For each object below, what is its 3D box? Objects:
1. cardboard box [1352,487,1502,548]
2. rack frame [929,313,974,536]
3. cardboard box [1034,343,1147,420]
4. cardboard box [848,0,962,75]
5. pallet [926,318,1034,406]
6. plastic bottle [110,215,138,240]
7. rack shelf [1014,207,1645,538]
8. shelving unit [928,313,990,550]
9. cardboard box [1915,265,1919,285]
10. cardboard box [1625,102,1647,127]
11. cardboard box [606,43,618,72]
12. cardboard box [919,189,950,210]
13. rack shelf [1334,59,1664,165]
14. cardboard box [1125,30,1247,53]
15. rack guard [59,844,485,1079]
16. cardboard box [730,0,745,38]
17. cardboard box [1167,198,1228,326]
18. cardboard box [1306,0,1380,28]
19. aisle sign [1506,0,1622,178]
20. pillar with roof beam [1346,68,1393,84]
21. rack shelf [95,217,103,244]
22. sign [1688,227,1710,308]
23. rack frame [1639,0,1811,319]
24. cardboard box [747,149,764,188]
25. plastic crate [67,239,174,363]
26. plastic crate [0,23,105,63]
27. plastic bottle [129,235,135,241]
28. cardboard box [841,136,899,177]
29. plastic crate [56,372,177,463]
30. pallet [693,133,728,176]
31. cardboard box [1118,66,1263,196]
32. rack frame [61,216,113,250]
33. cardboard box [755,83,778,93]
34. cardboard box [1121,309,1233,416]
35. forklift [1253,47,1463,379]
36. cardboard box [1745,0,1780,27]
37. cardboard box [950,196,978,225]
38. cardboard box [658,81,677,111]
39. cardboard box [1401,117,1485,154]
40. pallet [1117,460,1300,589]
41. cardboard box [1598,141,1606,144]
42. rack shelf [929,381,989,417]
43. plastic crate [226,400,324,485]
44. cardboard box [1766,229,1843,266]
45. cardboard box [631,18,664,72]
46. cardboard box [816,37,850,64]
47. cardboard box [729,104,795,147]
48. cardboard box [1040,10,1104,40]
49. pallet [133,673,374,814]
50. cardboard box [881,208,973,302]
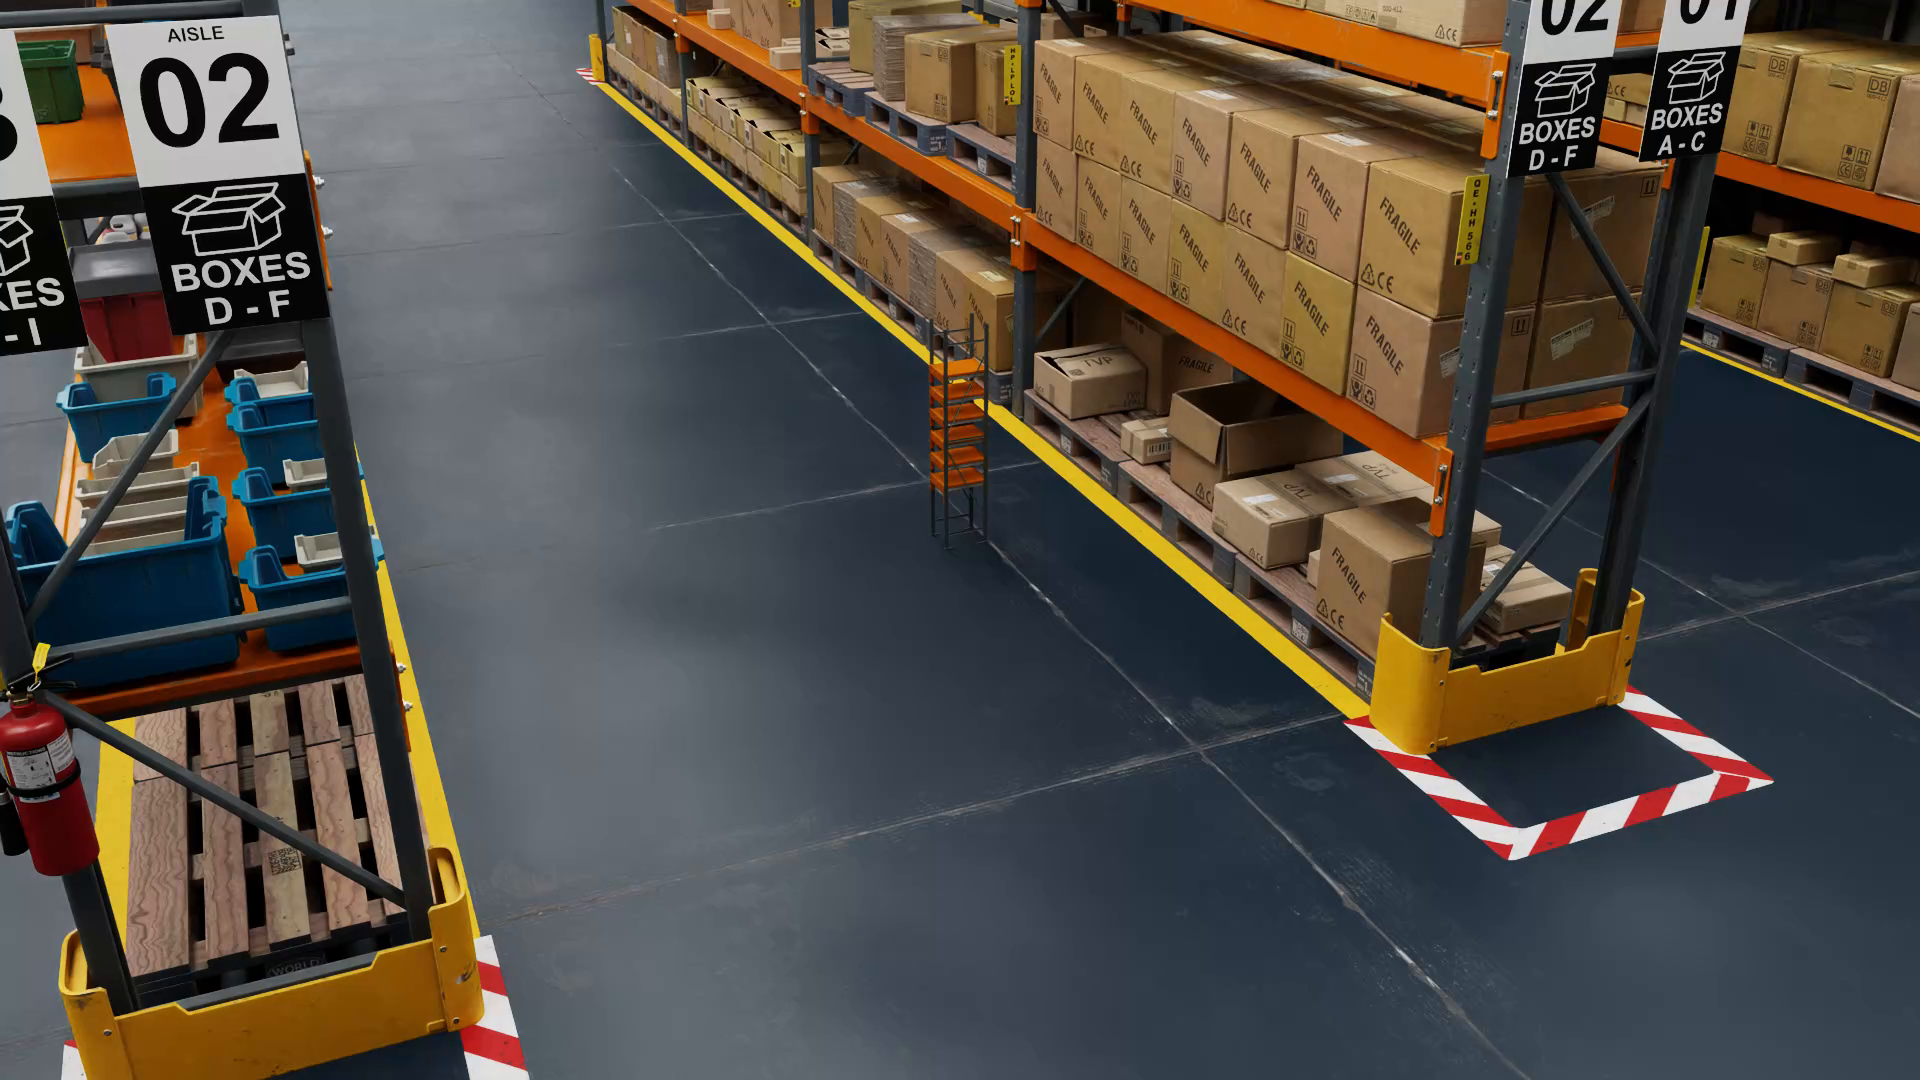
[{"bbox_3d":[2.225,-0.014,7.993,0.500,0.250,0.500,-11,28,-21],"label":"cardboard box"},{"bbox_3d":[-0.042,-0.582,8.574,0.240,1.200,0.006,-11,28,-21],"label":"rack frame"},{"bbox_3d":[0.771,-0.980,9.901,0.500,0.311,0.500,-11,28,-21],"label":"cardboard box"},{"bbox_3d":[-0.410,-3.810,12.543,0.700,0.500,0.500,-22,34,-37],"label":"cardboard box"},{"bbox_3d":[0.453,-1.266,11.102,1.003,0.211,1.213,-11,28,-21],"label":"pallet"},{"bbox_3d":[-4.348,-1.543,8.632,0.152,0.276,0.135,-11,28,-21],"label":"plastic bottle"},{"bbox_3d":[1.589,-1.066,8.335,1.077,0.370,4.000,-11,28,-21],"label":"rack shelf"},{"bbox_3d":[-0.006,-0.545,8.499,0.258,1.200,0.189,-11,28,-21],"label":"shelving unit"},{"bbox_3d":[6.199,-1.655,10.351,0.380,0.149,0.250,-11,28,-22],"label":"cardboard box"},{"bbox_3d":[4.970,-3.033,11.808,0.380,0.149,0.250,-10,28,-20],"label":"cardboard box"},{"bbox_3d":[-3.888,-5.740,19.742,0.500,0.250,0.500,-11,28,-21],"label":"cardboard box"},{"bbox_3d":[0.024,-2.340,12.471,0.500,0.500,0.500,-12,28,-22],"label":"cardboard box"},{"bbox_3d":[4.579,-3.534,13.389,1.077,0.370,4.000,-11,28,-21],"label":"rack shelf"},{"bbox_3d":[1.242,-2.531,9.262,0.500,0.500,0.500,-10,28,-20],"label":"cardboard box"},{"bbox_3d":[-2.165,1.398,5.316,1.175,0.500,0.348,-11,28,-21],"label":"rack guard"},{"bbox_3d":[-1.835,-4.946,15.347,0.500,0.500,0.500,-9,27,-17],"label":"cardboard box"},{"bbox_3d":[1.353,-1.376,8.035,0.500,0.500,0.500,-11,28,-21],"label":"cardboard box"},{"bbox_3d":[1.743,-2.228,6.647,0.500,0.250,0.500,-11,28,-21],"label":"cardboard box"},{"bbox_3d":[2.117,-1.670,5.789,0.394,0.787,0.004,-11,28,-21],"label":"aisle sign"},{"bbox_3d":[0.122,-7.294,13.432,9.100,9.000,0.400,-11,28,-21],"label":"pillar with roof beam"},{"bbox_3d":[-4.536,-1.831,9.902,1.077,0.370,4.000,-11,28,-21],"label":"rack shelf"},{"bbox_3d":[2.872,-1.064,6.524,0.100,0.325,0.005,-11,28,-21],"label":"sign"},{"bbox_3d":[5.363,-3.050,11.577,1.000,3.000,0.127,-11,28,-21],"label":"rack frame"},{"bbox_3d":[-1.590,-3.346,14.840,0.500,0.250,0.500,-10,28,-19],"label":"cardboard box"},{"bbox_3d":[-3.634,-0.999,7.237,0.402,0.464,0.583,-11,28,-21],"label":"plastic crate"},{"bbox_3d":[-3.224,-1.753,5.804,0.437,0.136,0.530,-11,28,-21],"label":"plastic crate"},{"bbox_3d":[-4.272,-1.468,8.564,0.097,0.201,0.097,0,26,0],"label":"plastic bottle"},{"bbox_3d":[-0.695,-3.279,14.063,0.500,0.311,0.500,-10,28,-19],"label":"cardboard box"},{"bbox_3d":[-3.227,-0.469,6.415,0.416,0.233,0.300,-11,28,-21],"label":"plastic crate"},{"bbox_3d":[-2.002,-3.883,16.462,1.003,0.211,1.213,-11,28,-21],"label":"pallet"},{"bbox_3d":[1.135,-2.037,8.249,0.500,0.500,0.500,-11,28,-22],"label":"cardboard box"},{"bbox_3d":[-3.753,-1.347,8.091,1.000,3.000,0.127,-11,28,-21],"label":"rack frame"},{"bbox_3d":[-1.695,-4.308,16.172,0.500,0.311,0.500,-10,28,-19],"label":"cardboard box"},{"bbox_3d":[1.290,-1.090,9.911,0.500,0.500,0.500,-11,28,-21],"label":"cardboard box"},{"bbox_3d":[2.720,-2.718,10.976,1.130,2.935,3.031,7,27,14],"label":"forklift"},{"bbox_3d":[5.422,-3.805,11.793,0.500,0.250,0.500,-10,28,-19],"label":"cardboard box"},{"bbox_3d":[0.252,-2.452,11.845,0.500,0.250,0.500,-11,28,-22],"label":"cardboard box"},{"bbox_3d":[-2.896,-4.733,17.680,0.500,0.250,0.500,-11,28,-21],"label":"cardboard box"},{"bbox_3d":[2.230,-1.510,7.171,0.500,0.500,0.500,-10,28,-20],"label":"cardboard box"},{"bbox_3d":[1.556,-0.173,8.864,1.003,0.211,1.213,-11,28,-21],"label":"pallet"},{"bbox_3d":[4.638,-2.871,13.182,0.750,0.750,0.750,-10,28,-19],"label":"cardboard box"},{"bbox_3d":[-0.006,-0.721,8.413,0.258,0.103,0.180,-11,28,-21],"label":"rack shelf"},{"bbox_3d":[-2.496,-0.372,6.216,0.416,0.233,0.300,-11,28,-21],"label":"plastic crate"},{"bbox_3d":[5.527,-1.917,10.889,0.380,0.149,0.250,-10,28,-19],"label":"cardboard box"},{"bbox_3d":[-3.303,-5.471,18.336,0.500,0.500,0.500,-11,28,-21],"label":"cardboard box"},{"bbox_3d":[-0.863,-3.926,13.474,0.500,0.311,0.500,-9,27,-17],"label":"cardboard box"},{"bbox_3d":[-1.791,-3.802,15.133,0.500,0.311,0.500,-10,28,-19],"label":"cardboard box"},{"bbox_3d":[1.316,-6.139,20.252,0.700,0.500,0.500,-12,29,-24],"label":"cardboard box"},{"bbox_3d":[-2.948,0.689,7.098,1.003,0.211,1.213,-11,28,-21],"label":"pallet"},{"bbox_3d":[-0.234,-2.030,11.836,0.500,0.500,0.500,-12,28,-22],"label":"cardboard box"}]
